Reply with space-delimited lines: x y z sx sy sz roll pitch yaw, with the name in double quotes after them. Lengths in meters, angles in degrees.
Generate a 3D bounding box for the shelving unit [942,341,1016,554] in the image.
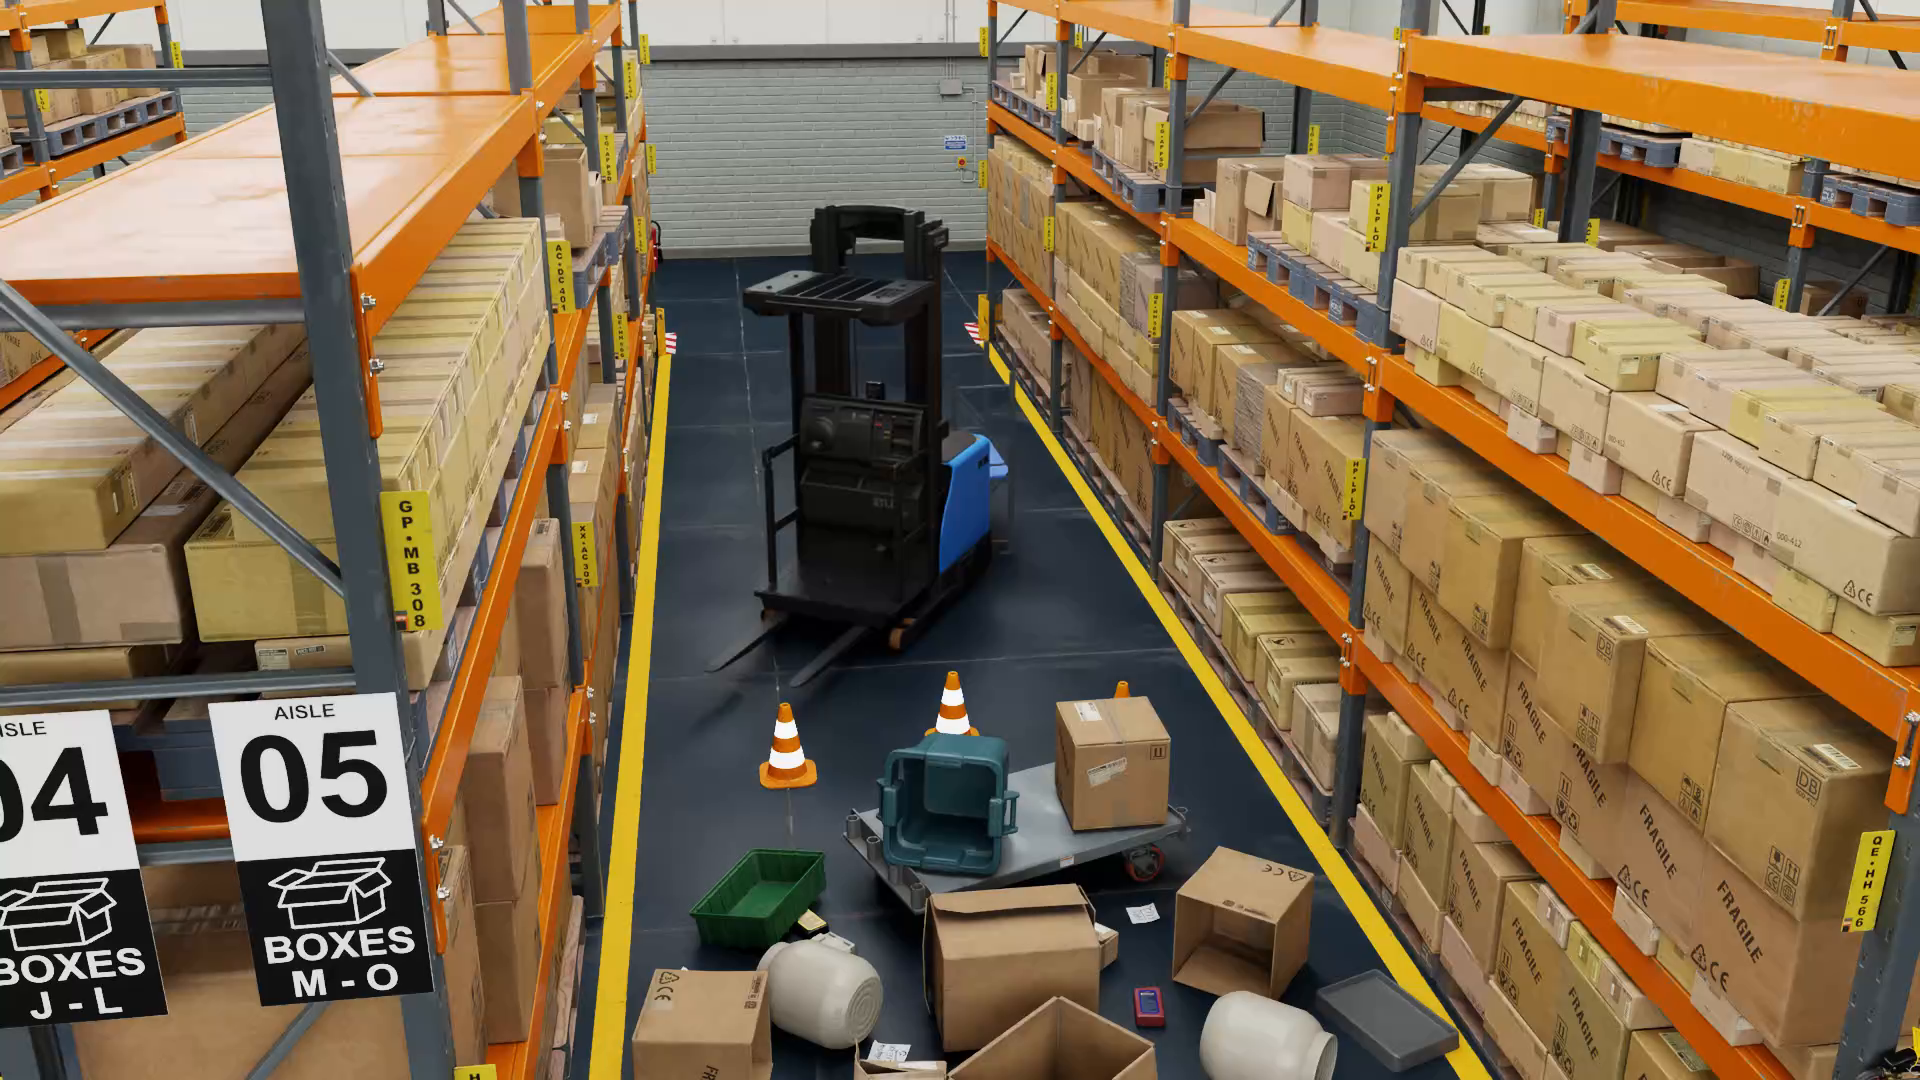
0.090 -0.762 13.612 0.538 1.500 1.048 -4 21 -10 "shelving unit"

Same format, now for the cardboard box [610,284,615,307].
-3.045 -2.007 13.711 0.380 0.149 0.250 -4 21 -10 "cardboard box"

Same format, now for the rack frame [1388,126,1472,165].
5.735 -4.151 20.542 1.000 3.000 0.127 -3 21 -8 "rack frame"

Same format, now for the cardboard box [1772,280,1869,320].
6.969 -1.811 13.533 0.500 0.500 0.500 -2 21 -5 "cardboard box"

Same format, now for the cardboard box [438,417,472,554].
-1.643 -0.148 4.585 0.500 0.250 0.500 -3 21 -8 "cardboard box"

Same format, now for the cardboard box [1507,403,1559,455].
2.455 -0.461 6.734 0.380 0.149 0.250 -3 21 -9 "cardboard box"

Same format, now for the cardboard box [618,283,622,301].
-3.158 -2.143 14.500 0.380 0.149 0.250 -2 21 -5 "cardboard box"

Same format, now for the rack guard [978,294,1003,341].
0.821 -2.736 20.328 1.175 0.500 0.348 -3 21 -8 "rack guard"

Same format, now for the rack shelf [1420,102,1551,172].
6.024 -4.526 18.289 1.077 0.370 4.000 -3 21 -8 "rack shelf"

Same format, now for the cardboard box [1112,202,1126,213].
1.713 -2.887 15.588 0.500 0.500 0.500 -2 21 -6 "cardboard box"

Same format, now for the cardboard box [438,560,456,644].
-1.523 0.171 4.300 0.380 0.149 0.250 -3 21 -7 "cardboard box"

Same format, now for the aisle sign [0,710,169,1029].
-2.040 0.747 3.713 0.394 0.787 0.004 -3 21 -8 "aisle sign"

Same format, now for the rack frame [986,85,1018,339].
0.824 -3.899 19.868 1.000 3.000 0.127 -3 21 -8 "rack frame"

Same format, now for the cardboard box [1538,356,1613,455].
2.564 -0.526 6.338 0.500 0.250 0.500 -3 21 -7 "cardboard box"

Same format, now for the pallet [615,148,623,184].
-3.347 -2.969 13.359 1.213 0.211 1.003 -3 21 -8 "pallet"

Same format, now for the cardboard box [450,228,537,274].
-1.925 -1.166 6.740 0.380 0.149 0.250 -3 21 -8 "cardboard box"

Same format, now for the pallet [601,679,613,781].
-2.695 1.160 10.309 1.003 0.211 1.213 -3 21 -8 "pallet"

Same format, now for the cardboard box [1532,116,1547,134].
5.968 -4.163 16.647 0.380 0.149 0.250 -3 21 -8 "cardboard box"

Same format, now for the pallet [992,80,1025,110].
0.941 -5.006 18.673 1.003 0.211 1.213 -3 21 -8 "pallet"

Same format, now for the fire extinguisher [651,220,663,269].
-3.639 -3.514 19.481 0.296 0.674 0.183 -3 21 -8 "fire extinguisher"

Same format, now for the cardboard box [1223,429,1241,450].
1.973 -0.714 11.099 0.380 0.149 0.250 -2 21 -5 "cardboard box"

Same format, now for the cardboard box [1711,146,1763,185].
6.501 -3.055 13.536 0.500 0.250 0.500 -3 21 -8 "cardboard box"

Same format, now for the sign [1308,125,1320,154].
2.514 -2.803 11.908 0.100 0.325 0.005 -3 21 -8 "sign"

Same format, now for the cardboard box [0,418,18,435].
-8.029 -0.380 12.882 1.225 0.875 0.875 -3 21 -8 "cardboard box"

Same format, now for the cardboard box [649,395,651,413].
-3.256 -1.325 16.451 0.380 0.149 0.250 -2 21 -6 "cardboard box"

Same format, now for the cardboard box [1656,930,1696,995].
2.703 1.468 5.858 0.380 0.149 0.250 -3 21 -9 "cardboard box"

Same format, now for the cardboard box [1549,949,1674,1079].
2.678 1.936 6.504 0.500 0.500 0.500 -2 21 -6 "cardboard box"

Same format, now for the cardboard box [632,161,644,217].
-3.511 -3.585 17.031 0.500 0.500 0.500 -4 21 -10 "cardboard box"

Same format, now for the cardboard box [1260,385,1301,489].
2.119 -0.626 9.937 0.500 0.500 0.500 -2 21 -6 "cardboard box"

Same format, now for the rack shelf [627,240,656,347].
-3.771 -2.585 17.378 1.077 0.370 4.000 -3 21 -8 "rack shelf"

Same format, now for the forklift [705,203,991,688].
-0.780 -0.761 11.566 1.130 2.935 3.031 8 22 21 "forklift"

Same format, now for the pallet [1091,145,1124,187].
1.668 -3.053 13.587 1.003 0.211 1.213 -2 21 -5 "pallet"

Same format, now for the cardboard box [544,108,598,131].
-2.842 -3.074 12.135 0.396 0.266 0.258 -3 21 -8 "cardboard box"

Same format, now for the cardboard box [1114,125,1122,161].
1.432 -3.127 13.107 0.396 0.266 0.258 -3 21 -9 "cardboard box"

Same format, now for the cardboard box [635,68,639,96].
-3.667 -4.860 17.654 0.500 0.250 0.500 -3 21 -9 "cardboard box"

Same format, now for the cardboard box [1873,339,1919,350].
6.795 -1.336 11.937 0.380 0.149 0.250 -3 21 -7 "cardboard box"

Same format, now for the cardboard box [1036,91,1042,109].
0.954 -4.342 16.382 0.380 0.149 0.250 -2 21 -6 "cardboard box"

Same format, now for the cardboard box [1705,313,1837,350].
3.134 -0.775 6.435 0.380 0.149 0.250 -3 21 -7 "cardboard box"

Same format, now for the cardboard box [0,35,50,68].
-8.535 -4.387 14.930 0.500 0.250 0.500 -4 21 -11 "cardboard box"

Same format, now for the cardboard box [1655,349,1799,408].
2.710 -0.569 5.884 0.380 0.149 0.250 -4 21 -9 "cardboard box"

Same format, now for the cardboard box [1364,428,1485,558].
2.403 -0.236 8.063 0.700 0.500 0.500 -3 21 -8 "cardboard box"

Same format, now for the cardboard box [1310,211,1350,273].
2.258 -1.646 9.164 0.500 0.250 0.500 -3 21 -7 "cardboard box"

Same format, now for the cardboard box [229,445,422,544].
-1.486 -0.111 3.915 0.380 0.149 0.250 -3 21 -7 "cardboard box"

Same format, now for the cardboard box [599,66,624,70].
-3.427 -4.556 16.270 0.380 0.149 0.250 -2 21 -5 "cardboard box"

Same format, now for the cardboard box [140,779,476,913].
-1.939 1.033 4.906 0.875 0.550 0.550 -3 21 -8 "cardboard box"

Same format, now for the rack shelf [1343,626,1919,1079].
2.842 1.285 7.016 1.077 0.370 4.000 -3 21 -8 "rack shelf"

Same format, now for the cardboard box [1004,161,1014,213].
0.775 -3.877 18.238 0.500 0.500 0.500 -3 21 -8 "cardboard box"

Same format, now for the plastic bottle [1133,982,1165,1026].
0.884 2.174 7.809 0.133 0.061 0.283 1 20 2 "plastic bottle"

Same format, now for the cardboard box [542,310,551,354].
-1.961 -0.881 7.116 0.380 0.149 0.250 -3 21 -8 "cardboard box"

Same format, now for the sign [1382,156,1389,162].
5.198 -4.529 20.317 0.100 0.325 0.005 -3 21 -8 "sign"

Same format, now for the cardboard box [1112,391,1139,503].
1.835 -0.883 14.230 0.875 0.875 0.875 -3 21 -7 "cardboard box"

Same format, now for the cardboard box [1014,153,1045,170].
0.783 -4.042 17.753 0.380 0.149 0.250 -3 21 -9 "cardboard box"

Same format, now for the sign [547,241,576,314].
-1.781 -1.173 7.429 0.100 0.325 0.005 -3 21 -8 "sign"

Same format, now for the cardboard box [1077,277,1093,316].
1.334 -2.156 14.702 0.500 0.250 0.500 -3 21 -7 "cardboard box"

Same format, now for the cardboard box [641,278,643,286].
-3.438 -2.680 16.963 0.380 0.149 0.250 -2 21 -5 "cardboard box"

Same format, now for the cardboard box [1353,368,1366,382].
2.578 -0.983 9.965 0.380 0.149 0.250 -2 21 -5 "cardboard box"

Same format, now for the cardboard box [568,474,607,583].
-2.282 -0.050 9.420 0.500 0.500 0.500 -3 21 -8 "cardboard box"

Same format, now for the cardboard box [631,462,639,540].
-2.832 -0.302 13.210 0.500 0.500 0.500 -3 21 -7 "cardboard box"
